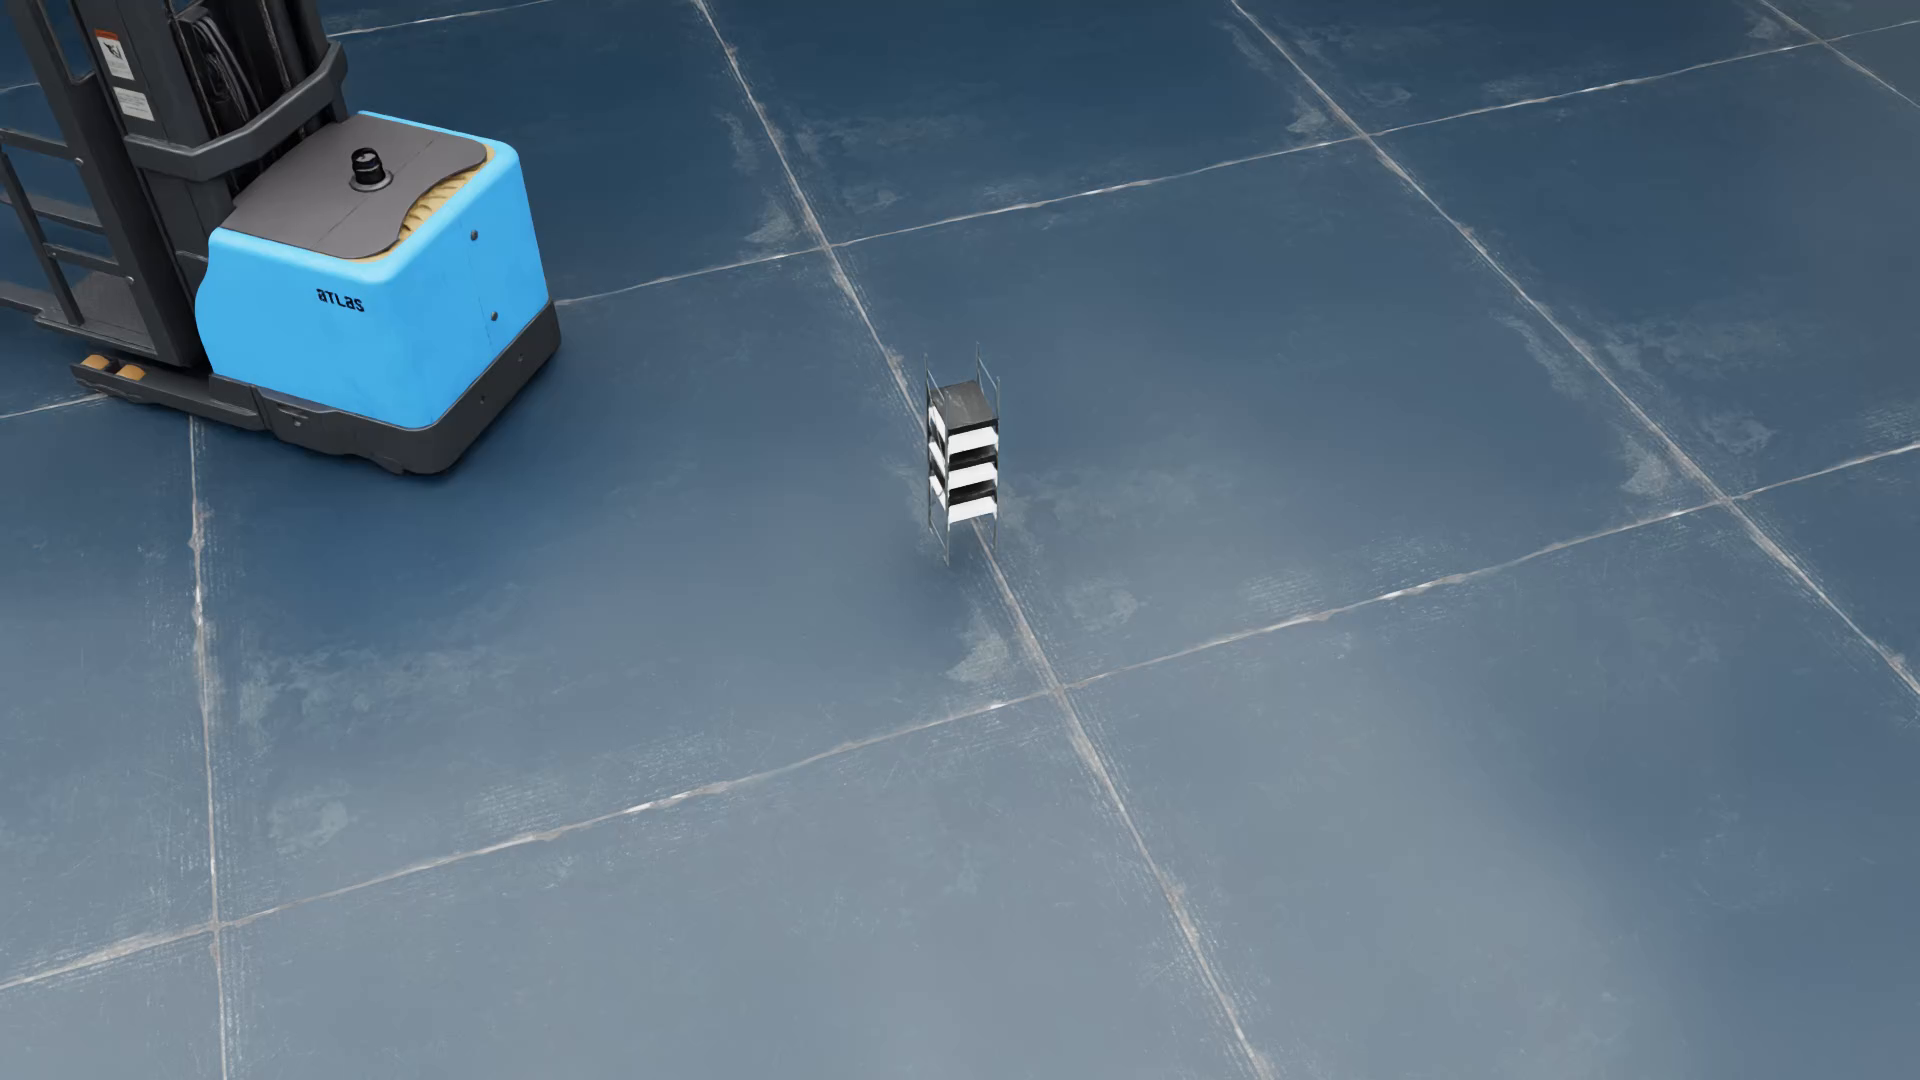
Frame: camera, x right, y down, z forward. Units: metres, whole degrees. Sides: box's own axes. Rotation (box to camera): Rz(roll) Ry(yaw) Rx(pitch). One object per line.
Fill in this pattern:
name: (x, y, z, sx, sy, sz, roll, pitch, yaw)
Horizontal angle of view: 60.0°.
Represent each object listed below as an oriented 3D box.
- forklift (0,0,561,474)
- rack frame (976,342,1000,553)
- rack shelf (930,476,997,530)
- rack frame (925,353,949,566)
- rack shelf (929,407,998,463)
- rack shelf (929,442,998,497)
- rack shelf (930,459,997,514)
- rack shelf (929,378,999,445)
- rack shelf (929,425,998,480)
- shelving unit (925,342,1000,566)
forklift: (-3.380, -1.973, 6.647, 3.031, 2.935, 1.130, 16, 47, 15)
rack frame: (0.103, -0.344, 6.458, 0.006, 0.900, 0.240, -14, 47, -14)
rack shelf: (0.008, -0.169, 6.584, 0.200, 0.077, 0.258, -14, 47, -14)
rack frame: (-0.088, -0.295, 6.409, 0.006, 0.900, 0.240, -14, 47, -14)
rack shelf: (0.008, -0.423, 6.329, 0.200, 0.077, 0.258, -14, 47, -14)
rack shelf: (0.008, -0.296, 6.457, 0.200, 0.077, 0.258, -14, 47, -14)
rack shelf: (0.008, -0.233, 6.521, 0.200, 0.077, 0.258, -14, 47, -14)
rack shelf: (0.008, -0.487, 6.266, 0.200, 0.077, 0.258, -14, 47, -14)
rack shelf: (0.008, -0.360, 6.393, 0.200, 0.077, 0.258, -14, 47, -14)
shelving unit: (0.008, -0.320, 6.433, 0.210, 0.900, 0.258, -14, 47, -14)
